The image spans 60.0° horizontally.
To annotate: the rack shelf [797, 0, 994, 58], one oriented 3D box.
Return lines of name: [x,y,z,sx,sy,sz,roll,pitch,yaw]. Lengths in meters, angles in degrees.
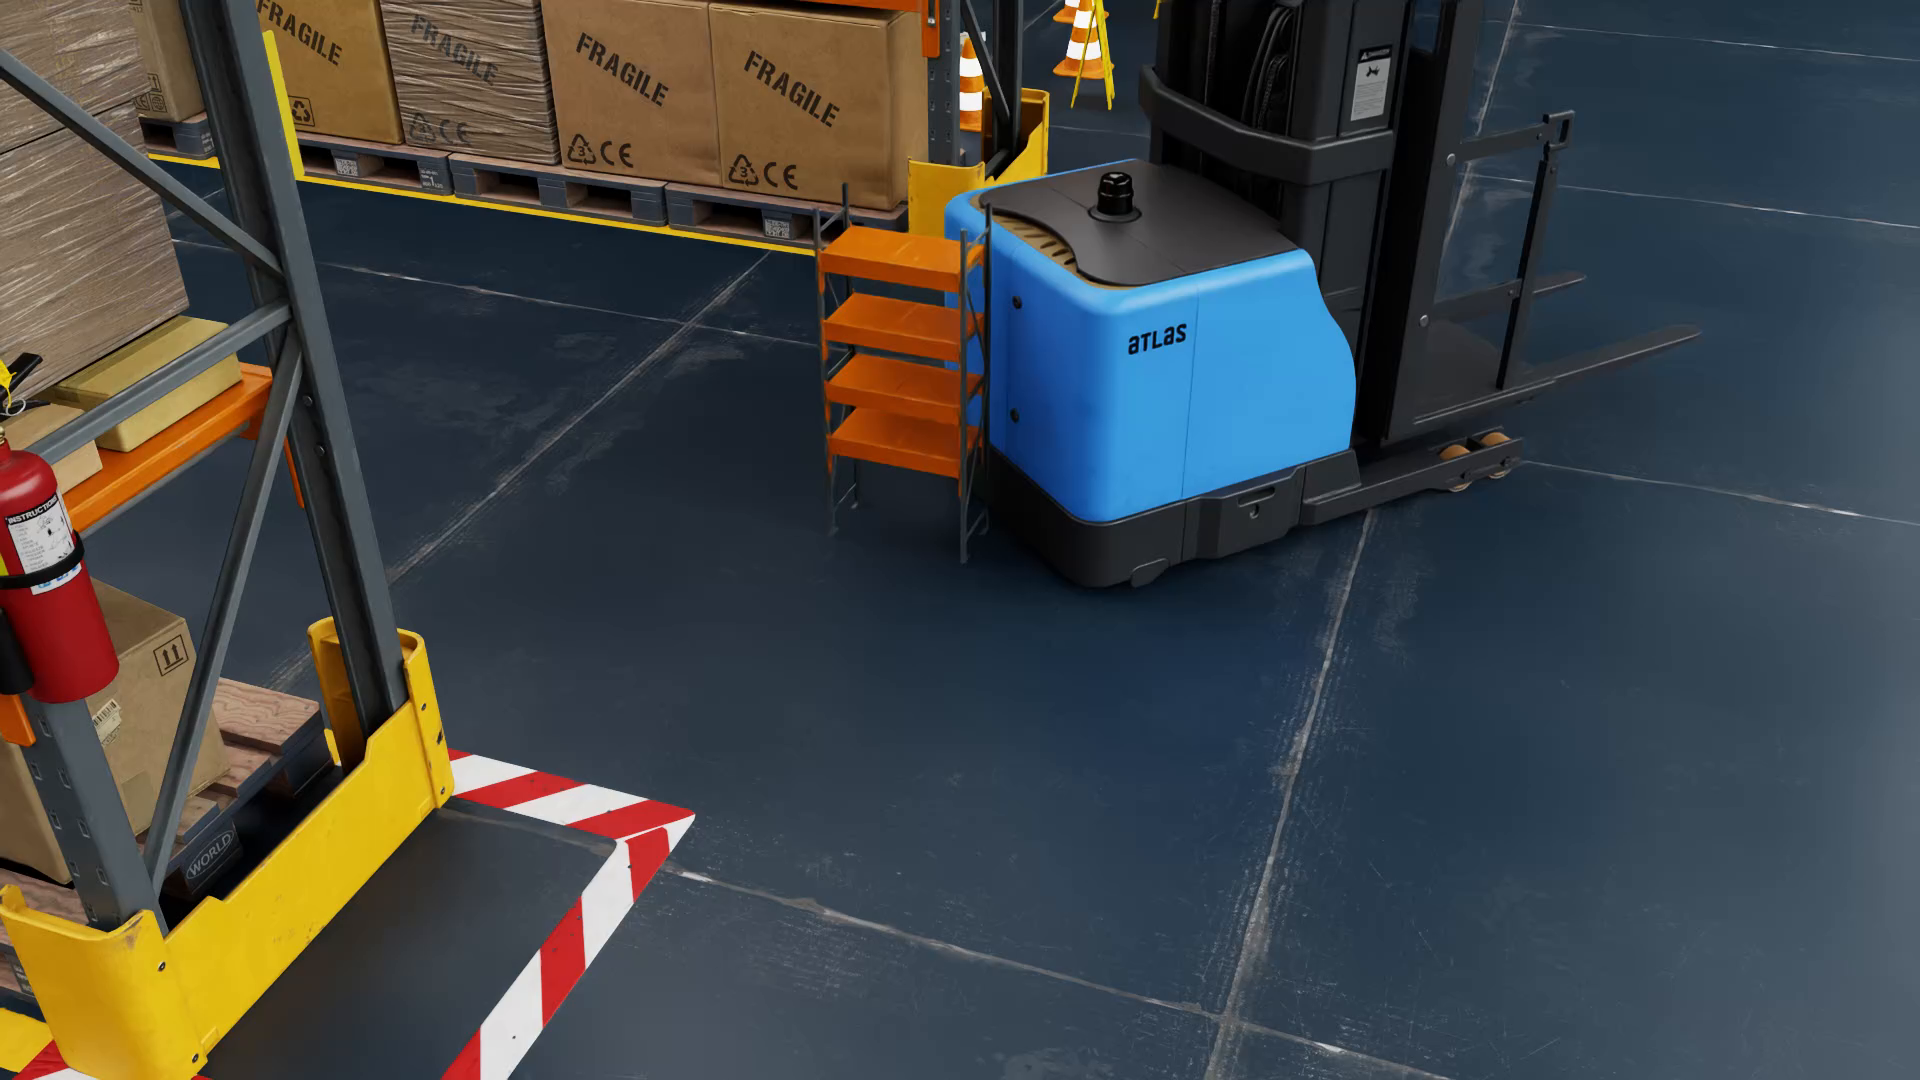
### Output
rack shelf: [-1.802,-2.878,8.105,4.000,0.370,1.077,11,34,16]

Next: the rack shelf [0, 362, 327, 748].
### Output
rack shelf: [-3.571,-0.364,4.211,4.000,0.370,1.077,11,34,16]

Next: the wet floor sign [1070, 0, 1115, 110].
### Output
wet floor sign: [0.776,-2.831,9.539,0.232,0.644,0.267,5,33,8]

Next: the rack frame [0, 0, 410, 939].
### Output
rack frame: [-1.688,-0.300,3.449,0.127,3.000,1.000,11,34,16]

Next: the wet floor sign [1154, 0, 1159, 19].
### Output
wet floor sign: [1.473,-3.790,11.025,0.232,0.644,0.267,24,40,32]

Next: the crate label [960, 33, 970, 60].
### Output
crate label: [0.000,-3.061,10.364,0.298,0.136,0.250,-6,33,-9]

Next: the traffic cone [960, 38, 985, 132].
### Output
traffic cone: [0.060,-2.571,9.305,0.334,0.463,0.336,11,34,16]

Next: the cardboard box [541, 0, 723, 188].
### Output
cardboard box: [-1.409,-2.348,8.193,0.875,0.875,0.875,10,34,16]

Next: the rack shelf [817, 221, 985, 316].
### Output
rack shelf: [-0.178,-0.860,5.252,0.480,0.148,0.258,12,35,17]

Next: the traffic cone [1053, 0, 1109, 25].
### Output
traffic cone: [0.816,-3.714,11.076,0.334,0.463,0.336,11,34,16]

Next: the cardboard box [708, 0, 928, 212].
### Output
cardboard box: [-0.580,-2.188,7.945,0.875,0.875,0.875,11,35,17]

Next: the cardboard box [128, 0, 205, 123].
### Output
cardboard box: [-4.300,-2.845,9.078,0.750,0.750,1.050,11,34,16]

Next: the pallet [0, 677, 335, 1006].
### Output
pallet: [-2.512,0.691,4.485,1.213,0.211,1.003,11,34,16]

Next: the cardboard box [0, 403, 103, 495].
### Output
cardboard box: [-2.026,-0.141,3.435,0.250,0.149,0.380,11,34,16]

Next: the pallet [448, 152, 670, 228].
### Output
pallet: [-1.843,-1.973,8.611,1.213,0.211,1.003,11,34,16]

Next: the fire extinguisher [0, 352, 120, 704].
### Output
fire extinguisher: [-1.736,-0.011,3.073,0.183,0.674,0.296,11,34,16]

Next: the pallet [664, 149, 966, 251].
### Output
pallet: [-0.698,-1.749,8.264,1.213,0.211,1.003,11,34,16]

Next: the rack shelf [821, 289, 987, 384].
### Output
rack shelf: [-0.178,-0.661,5.380,0.480,0.148,0.258,12,35,17]

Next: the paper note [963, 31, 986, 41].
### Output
paper note: [0.094,-3.269,10.786,0.142,0.019,0.148,0,33,0]

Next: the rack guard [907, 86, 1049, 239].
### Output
rack guard: [0.103,-1.760,8.014,0.348,0.500,1.175,11,34,16]

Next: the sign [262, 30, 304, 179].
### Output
sign: [-1.505,-0.941,3.643,0.005,0.325,0.100,11,34,16]

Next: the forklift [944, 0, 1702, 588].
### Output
forklift: [1.474,-1.640,5.588,3.031,2.935,1.130,-17,36,-24]

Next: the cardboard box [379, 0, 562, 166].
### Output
cardboard box: [-2.267,-2.516,8.453,0.875,0.875,0.875,11,35,17]

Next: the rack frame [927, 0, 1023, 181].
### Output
rack frame: [0.081,-2.814,7.343,0.127,3.000,1.000,11,34,16]

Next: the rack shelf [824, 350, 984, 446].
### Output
rack shelf: [-0.178,-0.474,5.501,0.480,0.148,0.258,12,35,17]

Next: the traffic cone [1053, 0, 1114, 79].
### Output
traffic cone: [0.761,-3.085,10.102,0.334,0.463,0.336,11,34,16]

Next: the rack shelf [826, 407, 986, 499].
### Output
rack shelf: [-0.178,-0.307,5.609,0.480,0.148,0.258,12,35,17]

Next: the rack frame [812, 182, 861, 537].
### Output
rack frame: [-0.406,-0.577,5.538,0.015,1.200,0.240,12,35,17]

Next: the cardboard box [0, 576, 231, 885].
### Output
cardboard box: [-2.270,0.451,4.203,0.500,0.500,0.500,18,37,25]

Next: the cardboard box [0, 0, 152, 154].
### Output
cardboard box: [-2.114,-1.127,3.442,0.500,0.500,0.500,11,34,16]

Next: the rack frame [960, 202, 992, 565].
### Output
rack frame: [0.050,-0.483,5.392,0.015,1.200,0.240,12,35,17]

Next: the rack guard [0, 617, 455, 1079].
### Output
rack guard: [-1.759,0.736,4.149,0.348,0.500,1.175,11,34,16]

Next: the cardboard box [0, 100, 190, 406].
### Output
cardboard box: [-2.196,-0.582,3.519,0.500,0.500,0.875,11,34,16]

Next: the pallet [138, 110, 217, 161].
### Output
pallet: [-4.437,-2.477,9.392,1.213,0.211,1.003,11,34,16]

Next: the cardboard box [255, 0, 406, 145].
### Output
cardboard box: [-3.116,-2.679,8.706,0.875,0.875,0.875,12,35,17]

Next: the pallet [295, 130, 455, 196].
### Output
pallet: [-2.995,-2.195,8.956,1.213,0.211,1.003,11,34,16]

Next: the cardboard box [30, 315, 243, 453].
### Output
cardboard box: [-1.876,-0.368,3.787,0.250,0.149,0.380,11,34,16]

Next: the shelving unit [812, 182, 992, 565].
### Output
shelving unit: [-0.178,-0.530,5.465,0.503,1.200,0.258,12,35,17]
